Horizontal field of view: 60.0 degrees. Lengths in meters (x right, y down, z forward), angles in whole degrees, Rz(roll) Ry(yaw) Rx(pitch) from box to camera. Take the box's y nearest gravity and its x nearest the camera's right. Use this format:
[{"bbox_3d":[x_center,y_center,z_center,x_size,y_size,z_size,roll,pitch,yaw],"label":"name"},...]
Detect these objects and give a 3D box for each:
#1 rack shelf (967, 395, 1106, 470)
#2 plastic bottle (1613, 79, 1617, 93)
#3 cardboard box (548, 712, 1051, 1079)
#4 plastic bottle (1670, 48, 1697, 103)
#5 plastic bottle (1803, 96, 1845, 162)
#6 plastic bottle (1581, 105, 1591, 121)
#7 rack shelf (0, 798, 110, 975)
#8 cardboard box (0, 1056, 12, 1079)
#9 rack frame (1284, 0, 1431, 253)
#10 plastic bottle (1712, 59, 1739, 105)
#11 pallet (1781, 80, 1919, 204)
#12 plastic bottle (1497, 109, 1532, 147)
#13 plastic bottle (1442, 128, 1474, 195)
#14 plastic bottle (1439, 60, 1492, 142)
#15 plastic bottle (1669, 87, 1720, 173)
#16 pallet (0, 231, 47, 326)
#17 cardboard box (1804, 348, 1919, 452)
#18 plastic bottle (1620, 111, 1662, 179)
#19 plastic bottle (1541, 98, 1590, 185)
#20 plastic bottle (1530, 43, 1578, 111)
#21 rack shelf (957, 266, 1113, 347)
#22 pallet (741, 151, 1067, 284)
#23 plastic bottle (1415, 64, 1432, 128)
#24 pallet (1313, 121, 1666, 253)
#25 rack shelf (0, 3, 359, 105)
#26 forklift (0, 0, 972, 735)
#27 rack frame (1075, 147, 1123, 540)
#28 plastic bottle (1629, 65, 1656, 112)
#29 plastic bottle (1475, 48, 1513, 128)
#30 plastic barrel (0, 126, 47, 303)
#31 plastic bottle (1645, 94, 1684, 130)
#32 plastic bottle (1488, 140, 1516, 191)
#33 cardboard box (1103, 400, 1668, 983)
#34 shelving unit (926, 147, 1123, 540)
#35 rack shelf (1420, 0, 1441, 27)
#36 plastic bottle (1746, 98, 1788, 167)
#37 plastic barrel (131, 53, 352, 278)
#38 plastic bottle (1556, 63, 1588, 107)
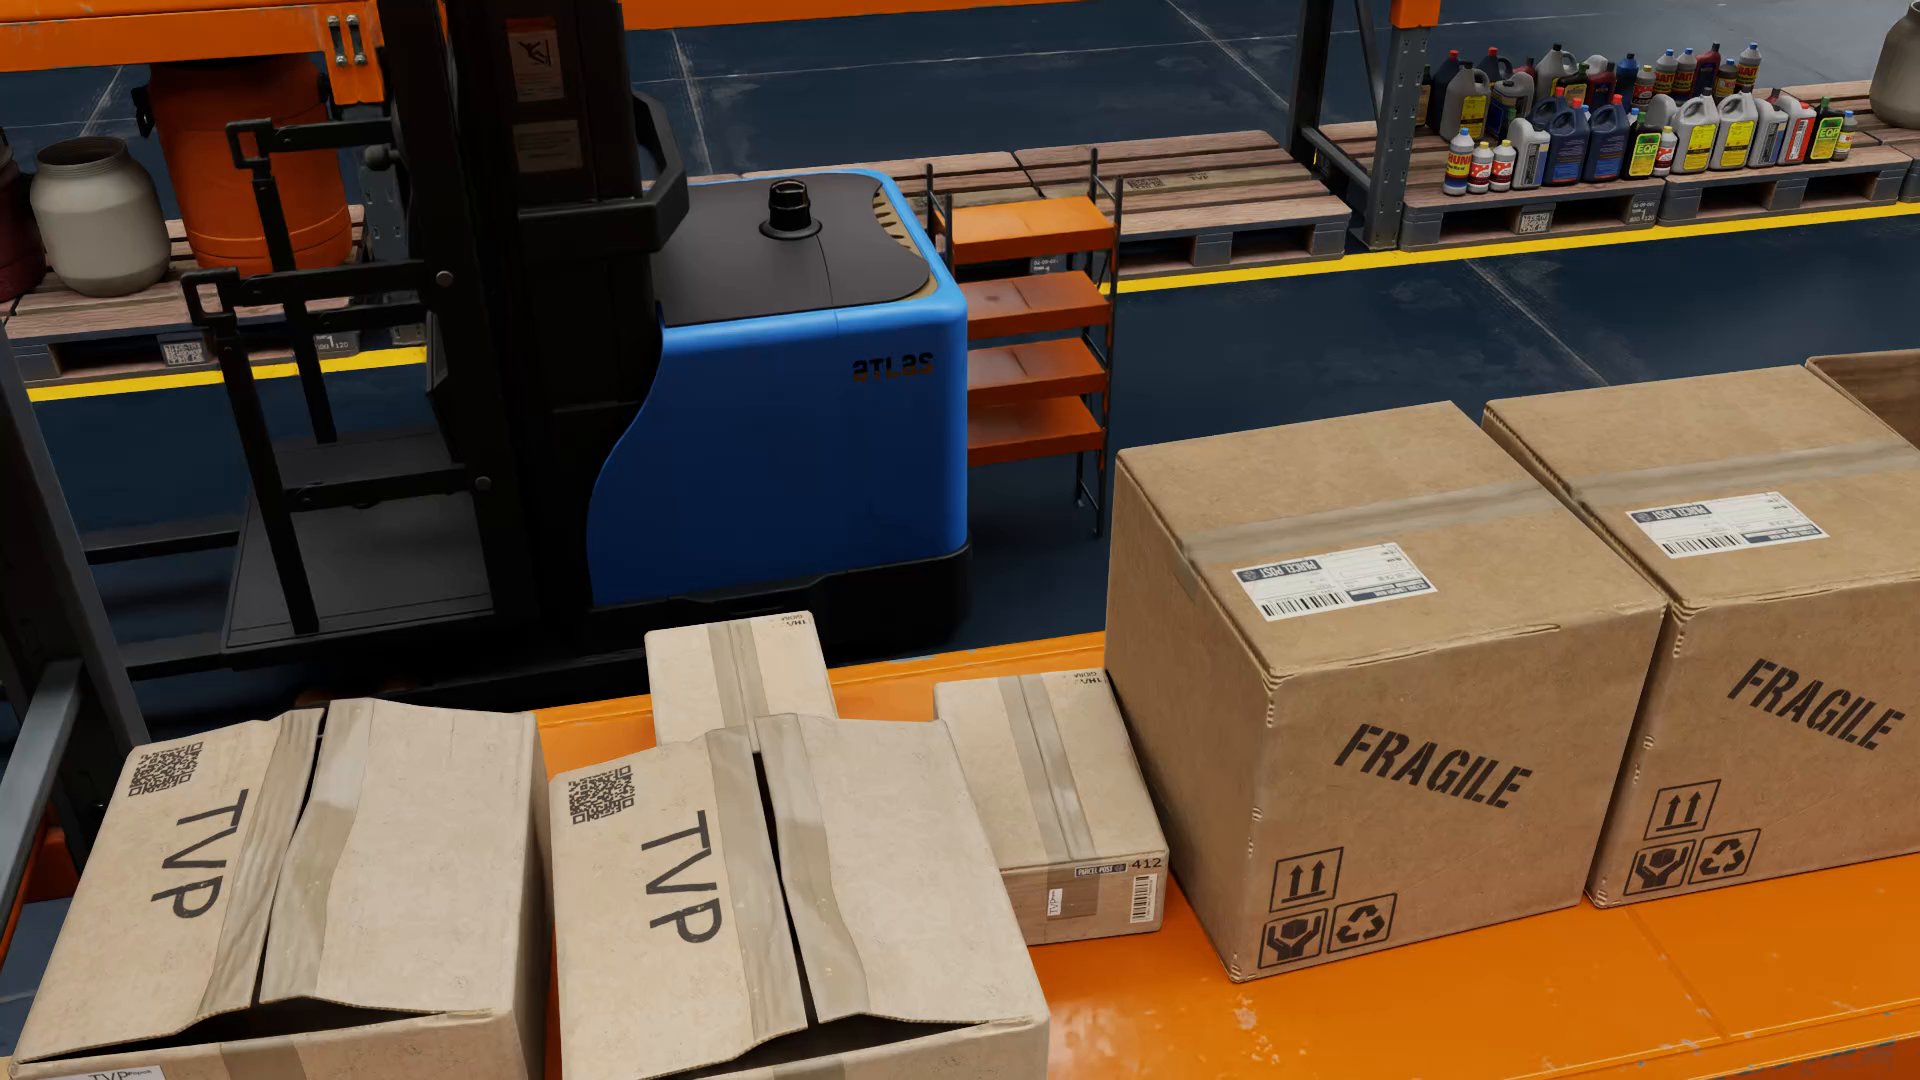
[{"bbox_3d":[0.178,-0.309,5.111,0.480,0.148,0.258,-8,35,-12],"label":"rack shelf"},{"bbox_3d":[3.028,-2.114,7.824,0.097,0.201,0.097,0,34,0],"label":"plastic bottle"},{"bbox_3d":[-0.205,0.470,1.938,0.500,0.311,0.500,-8,35,-11],"label":"cardboard box"},{"bbox_3d":[3.423,-2.193,7.879,0.097,0.271,0.097,0,34,0],"label":"plastic bottle"},{"bbox_3d":[3.790,-1.805,7.291,0.133,0.283,0.061,-6,34,-9],"label":"plastic bottle"},{"bbox_3d":[2.686,-1.754,7.225,0.097,0.271,0.097,0,34,0],"label":"plastic bottle"},{"bbox_3d":[-3.070,0.982,1.740,4.000,0.370,1.077,-7,35,-11],"label":"rack shelf"},{"bbox_3d":[-1.627,1.193,2.628,0.500,0.500,0.500,-6,34,-9],"label":"cardboard box"},{"bbox_3d":[1.693,-2.747,6.651,0.127,3.000,1.000,-7,35,-11],"label":"rack frame"},{"bbox_3d":[3.656,-2.193,7.942,0.097,0.201,0.097,0,34,0],"label":"plastic bottle"},{"bbox_3d":[4.737,-1.949,7.964,1.213,0.211,1.003,-7,35,-11],"label":"pallet"},{"bbox_3d":[2.385,-1.715,7.156,0.133,0.283,0.061,-7,35,-11],"label":"plastic bottle"},{"bbox_3d":[2.100,-1.597,6.992,0.097,0.271,0.097,0,34,0],"label":"plastic bottle"},{"bbox_3d":[2.289,-1.987,7.501,0.185,0.351,0.144,-7,35,-11],"label":"plastic bottle"},{"bbox_3d":[3.170,-1.779,7.191,0.185,0.351,0.144,-7,35,-11],"label":"plastic bottle"},{"bbox_3d":[-4.156,-0.830,6.297,1.213,0.211,1.003,-7,35,-11],"label":"pallet"},{"bbox_3d":[1.515,0.055,2.387,0.500,0.500,0.500,-5,34,-7],"label":"cardboard box"},{"bbox_3d":[2.926,-1.696,7.128,0.133,0.283,0.061,-6,34,-8],"label":"plastic bottle"},{"bbox_3d":[2.571,-1.703,7.079,0.185,0.351,0.144,-6,34,-9],"label":"plastic bottle"},{"bbox_3d":[2.759,-2.129,7.712,0.185,0.351,0.144,-7,35,-11],"label":"plastic bottle"},{"bbox_3d":[0.178,-0.660,4.876,0.480,0.148,0.258,-8,35,-12],"label":"rack shelf"},{"bbox_3d":[-0.257,-1.319,7.027,1.213,0.211,1.003,-7,35,-11],"label":"pallet"},{"bbox_3d":[2.089,-2.040,7.641,0.133,0.283,0.061,-6,34,-8],"label":"plastic bottle"},{"bbox_3d":[2.357,-1.649,7.517,1.213,0.211,1.003,-7,35,-11],"label":"pallet"},{"bbox_3d":[-4.160,-1.710,5.753,4.000,0.370,1.077,-7,35,-11],"label":"rack shelf"},{"bbox_3d":[-1.541,-0.992,4.097,3.031,2.935,1.130,-8,35,-12],"label":"forklift"},{"bbox_3d":[0.414,-0.565,5.015,0.015,1.200,0.240,-8,35,-12],"label":"rack frame"},{"bbox_3d":[3.228,-2.139,7.862,0.097,0.201,0.097,0,34,0],"label":"plastic bottle"},{"bbox_3d":[2.444,-2.089,7.653,0.185,0.351,0.144,-9,35,-13],"label":"plastic bottle"},{"bbox_3d":[-3.784,-1.220,6.163,0.708,0.588,0.600,-7,35,-11],"label":"plastic barrel"},{"bbox_3d":[3.113,-1.825,7.327,0.135,0.276,0.152,-7,35,-11],"label":"plastic bottle"},{"bbox_3d":[2.298,-1.593,7.049,0.097,0.201,0.097,0,34,0],"label":"plastic bottle"},{"bbox_3d":[0.513,0.181,2.199,0.500,0.500,0.500,-9,35,-13],"label":"cardboard box"},{"bbox_3d":[0.178,-0.530,4.963,0.503,1.200,0.258,-8,35,-12],"label":"shelving unit"},{"bbox_3d":[3.643,-2.694,7.218,4.000,0.370,1.077,-7,35,-11],"label":"rack shelf"},{"bbox_3d":[3.512,-1.793,7.279,0.135,0.276,0.152,-8,35,-12],"label":"plastic bottle"},{"bbox_3d":[-2.682,-1.459,6.303,0.708,0.830,0.600,-7,35,-11],"label":"plastic barrel"},{"bbox_3d":[2.807,-2.048,7.653,0.133,0.283,0.061,-7,35,-11],"label":"plastic bottle"}]
